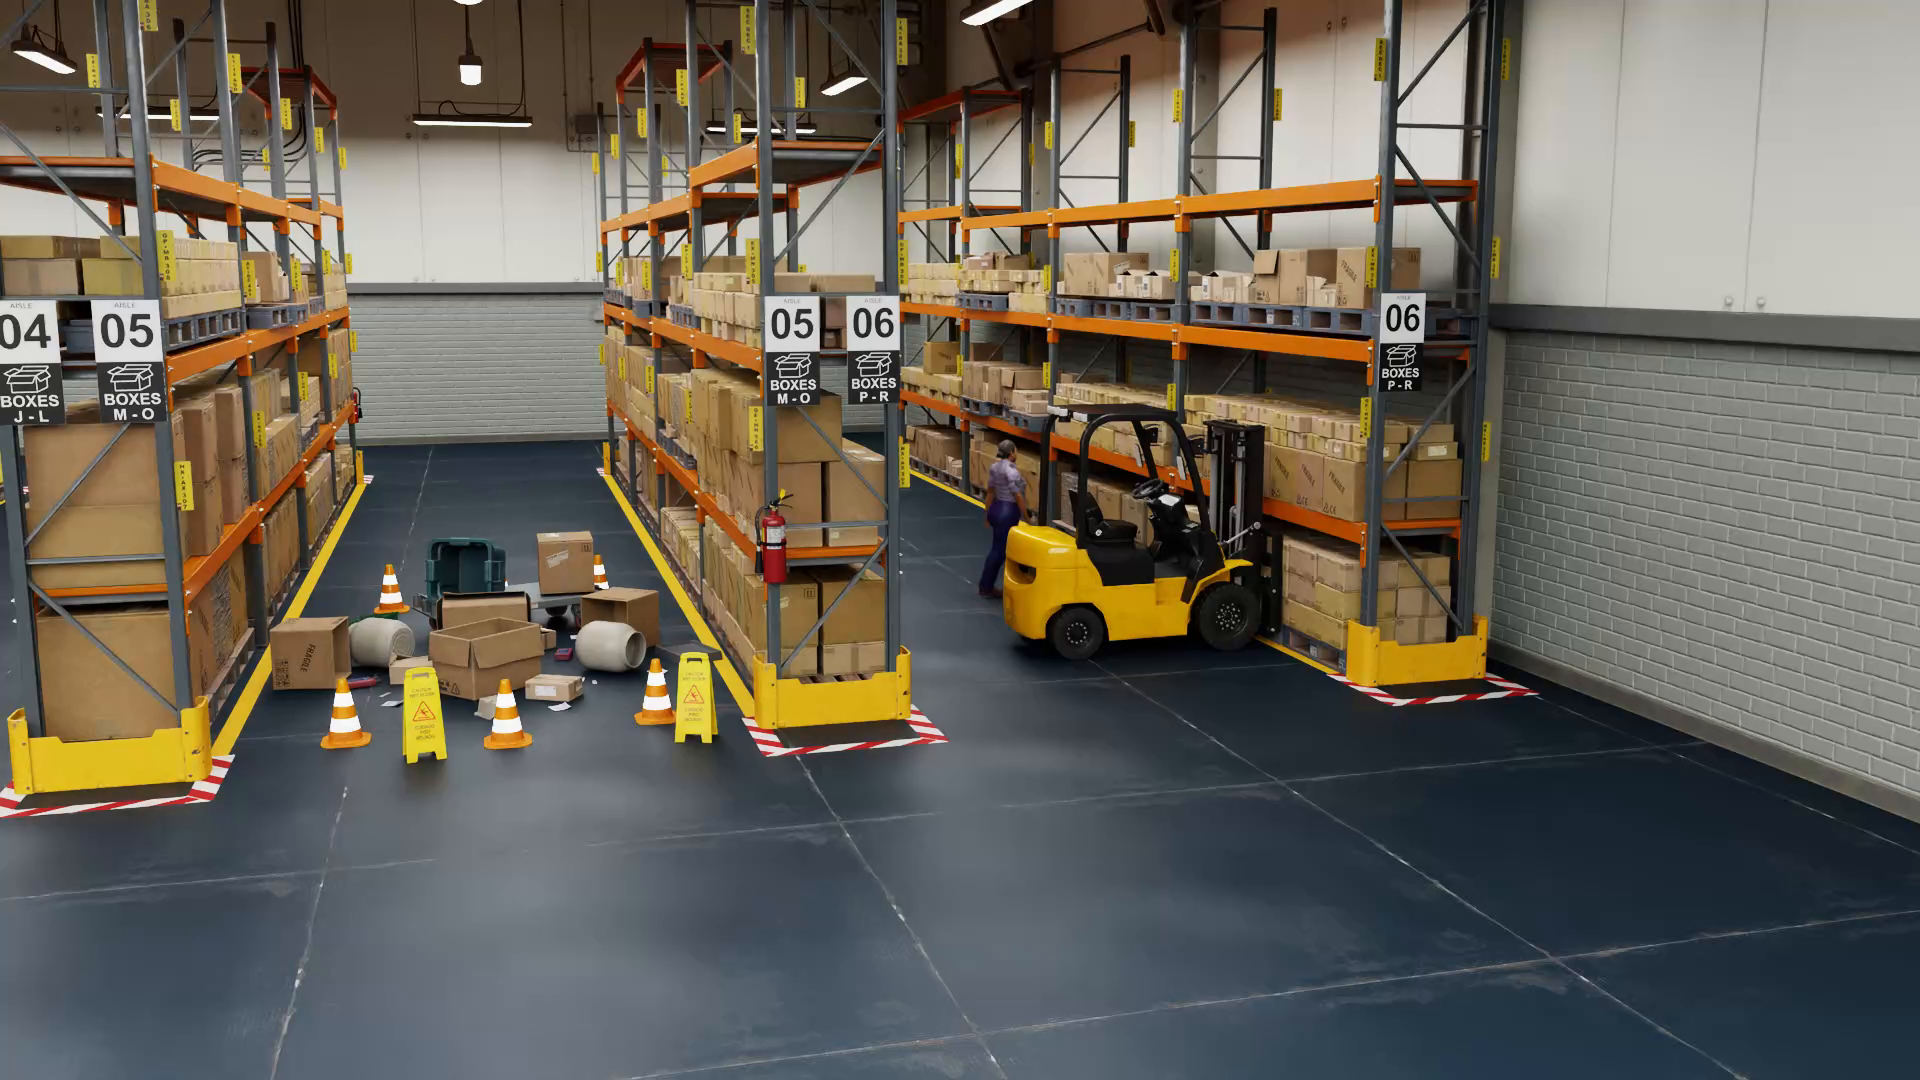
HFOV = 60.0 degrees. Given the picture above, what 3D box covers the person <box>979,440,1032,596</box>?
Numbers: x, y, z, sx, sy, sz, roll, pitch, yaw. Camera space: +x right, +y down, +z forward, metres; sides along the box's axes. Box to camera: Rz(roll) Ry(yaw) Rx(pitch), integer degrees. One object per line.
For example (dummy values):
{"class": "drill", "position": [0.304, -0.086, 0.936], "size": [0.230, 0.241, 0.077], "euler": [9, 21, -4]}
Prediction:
{"class": "person", "position": [0.573, -0.235, 17.319], "size": [0.815, 1.607, 0.504], "euler": [-4, 10, -22]}
